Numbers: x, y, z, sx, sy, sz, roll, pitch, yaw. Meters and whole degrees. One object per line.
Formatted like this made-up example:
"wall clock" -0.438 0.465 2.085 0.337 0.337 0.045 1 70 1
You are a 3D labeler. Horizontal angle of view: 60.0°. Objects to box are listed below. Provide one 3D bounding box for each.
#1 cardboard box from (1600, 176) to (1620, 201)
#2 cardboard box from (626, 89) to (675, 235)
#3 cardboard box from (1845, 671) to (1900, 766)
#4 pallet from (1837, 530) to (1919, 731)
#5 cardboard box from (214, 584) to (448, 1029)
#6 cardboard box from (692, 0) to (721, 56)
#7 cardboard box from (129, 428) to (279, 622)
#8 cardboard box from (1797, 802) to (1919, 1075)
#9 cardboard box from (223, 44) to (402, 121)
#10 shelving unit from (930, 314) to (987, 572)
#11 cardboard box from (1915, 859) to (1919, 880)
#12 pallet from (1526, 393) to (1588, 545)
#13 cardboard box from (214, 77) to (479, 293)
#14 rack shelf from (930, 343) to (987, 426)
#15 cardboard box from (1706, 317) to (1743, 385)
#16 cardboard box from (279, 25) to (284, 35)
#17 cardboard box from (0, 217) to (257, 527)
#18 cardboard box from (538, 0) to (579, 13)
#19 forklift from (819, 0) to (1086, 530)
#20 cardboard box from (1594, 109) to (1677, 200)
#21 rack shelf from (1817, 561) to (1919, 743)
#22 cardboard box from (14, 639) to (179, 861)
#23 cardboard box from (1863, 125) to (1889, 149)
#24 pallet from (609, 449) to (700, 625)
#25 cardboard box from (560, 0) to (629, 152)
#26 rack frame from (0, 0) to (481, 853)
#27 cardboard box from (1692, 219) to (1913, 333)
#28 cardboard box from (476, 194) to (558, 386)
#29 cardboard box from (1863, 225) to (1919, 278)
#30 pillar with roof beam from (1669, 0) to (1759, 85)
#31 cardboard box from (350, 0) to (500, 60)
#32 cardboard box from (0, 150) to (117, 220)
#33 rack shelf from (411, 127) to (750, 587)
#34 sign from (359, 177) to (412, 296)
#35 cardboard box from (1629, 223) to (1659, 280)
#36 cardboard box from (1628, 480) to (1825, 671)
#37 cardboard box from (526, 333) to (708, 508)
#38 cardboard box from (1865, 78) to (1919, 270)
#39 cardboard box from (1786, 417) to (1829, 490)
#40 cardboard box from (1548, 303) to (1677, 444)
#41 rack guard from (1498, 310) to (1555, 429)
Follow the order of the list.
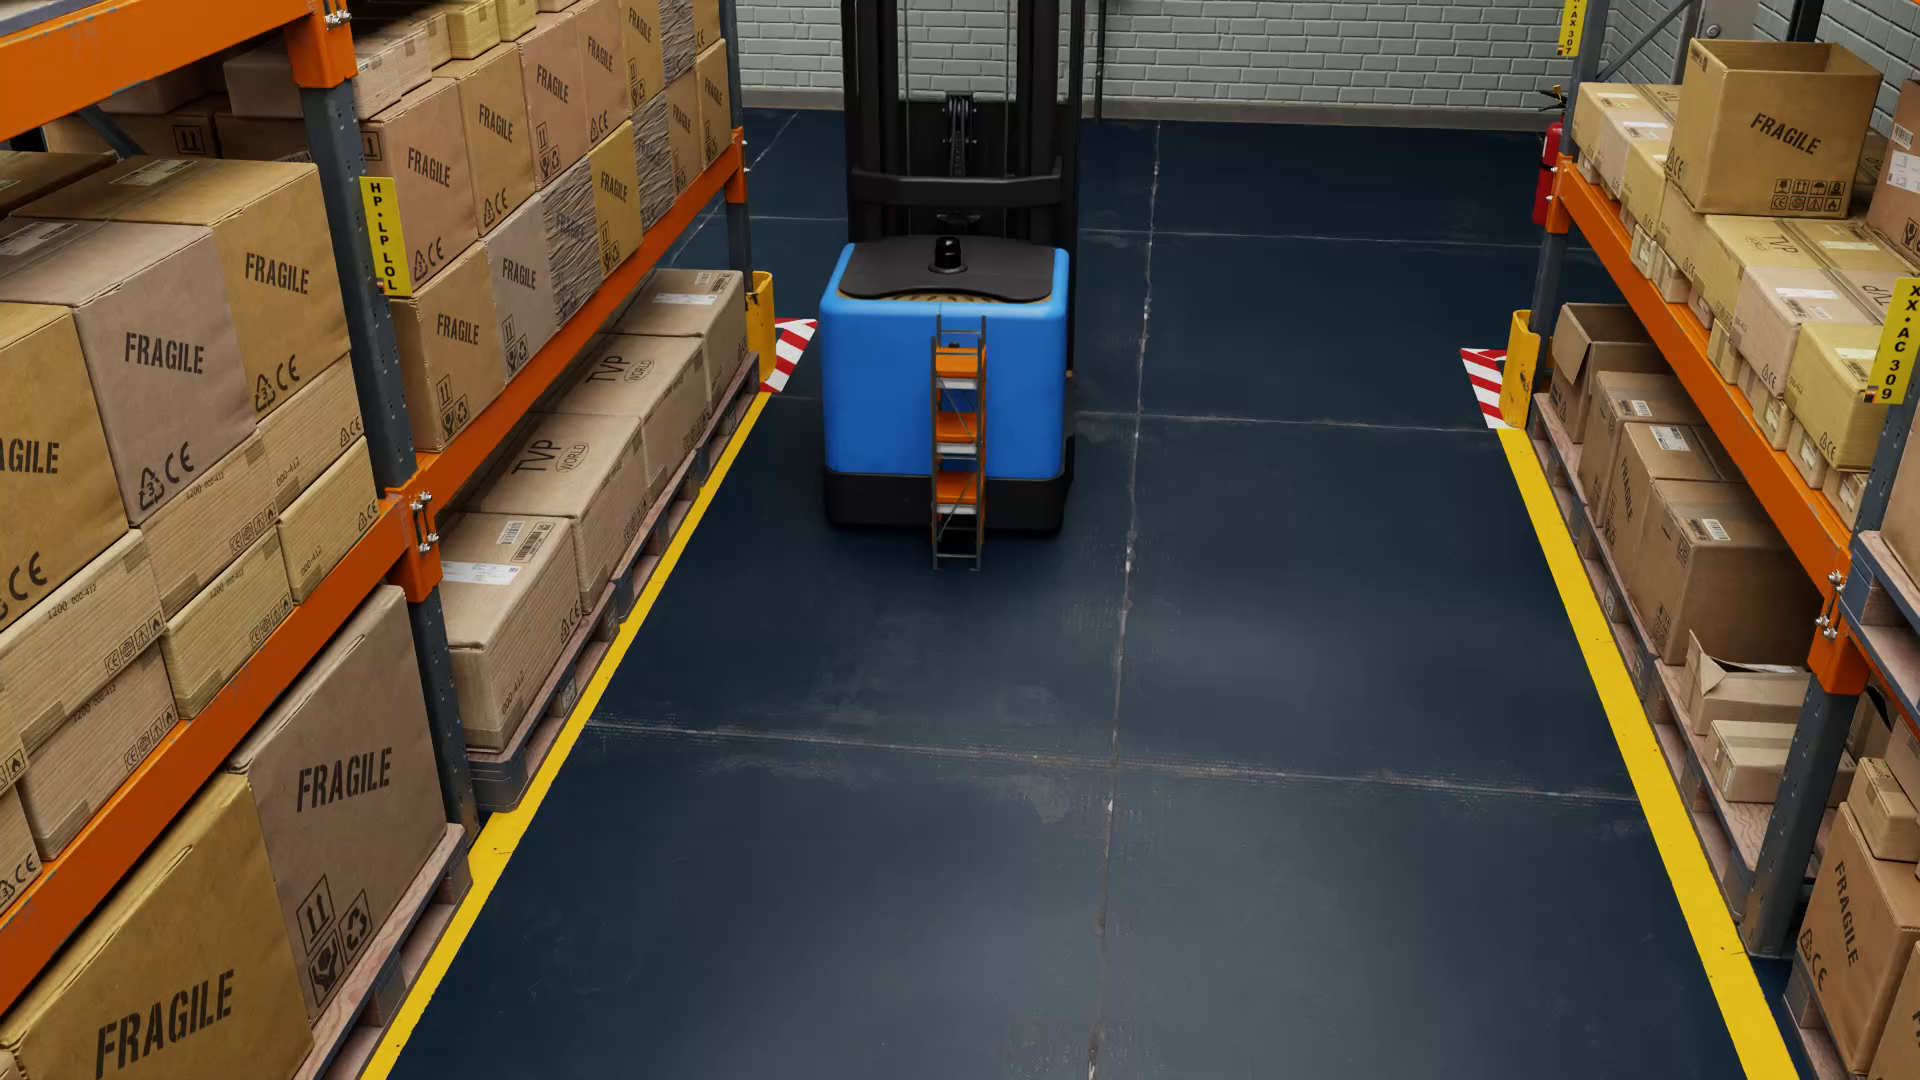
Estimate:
"cardboard box" 3.039 -1.587 7.299 0.380 0.149 0.250 4 29 7
"cardboard box" -1.516 -1.569 6.895 0.500 0.500 0.500 4 29 8
"cardboard box" 3.162 0.625 5.319 0.500 0.311 0.500 4 29 8
"pallet" 2.640 0.378 3.588 1.003 0.211 1.213 3 28 6
"cardboard box" -2.077 0.684 4.615 0.875 0.875 0.875 4 29 8
"cardboard box" -1.413 -2.489 7.549 0.500 0.500 0.500 4 29 8
"cardboard box" -1.947 -0.060 3.829 0.500 0.250 0.500 4 29 7
"cardboard box" 2.564 1.054 4.324 0.500 0.500 0.500 5 29 8
"cardboard box" -1.784 -1.266 4.595 0.380 0.149 0.250 3 28 5
"shelving unit" -0.004 -0.391 6.868 0.215 1.050 0.252 2 28 4
"cardboard box" 2.581 0.842 4.034 0.380 0.149 0.250 3 28 5
"pallet" 3.231 -0.320 7.623 1.003 0.211 1.213 3 28 6
"cardboard box" -1.781 -1.057 4.890 0.500 0.500 0.500 4 29 7
"rack shelf" -0.004 -0.631 6.739 0.215 0.259 0.240 2 28 4
"cardboard box" 2.716 -0.622 5.507 0.380 0.149 0.250 3 28 5
"cardboard box" -2.178 -1.531 5.086 0.380 0.149 0.250 3 28 6
"cardboard box" -1.942 -0.378 3.630 0.500 0.500 0.500 4 29 7
"cardboard box" -1.579 -1.982 5.923 0.380 0.149 0.250 3 29 6
"forklift" 0.034 -2.001 7.875 1.130 2.935 3.031 2 28 4
"cardboard box" 2.952 -1.589 6.881 0.500 0.250 0.500 4 29 7
"rack shelf" 2.601 1.182 2.652 1.077 0.370 4.000 3 28 6
"cardboard box" -2.029 0.405 3.494 0.500 0.250 0.500 3 28 5
"cardboard box" 3.479 -1.550 6.808 0.500 0.250 0.500 3 29 6
"pallet" -1.762 -0.065 7.148 1.003 0.211 1.213 3 28 6
"cardboard box" -1.575 -1.772 6.218 0.500 0.500 0.500 3 28 6
"rack frame" -2.080 -0.363 4.761 1.000 3.000 0.127 3 28 6
"cardboard box" 2.788 -0.866 5.539 0.500 0.250 0.500 3 28 6
"cardboard box" -1.697 -0.849 5.559 0.500 0.500 0.500 4 29 7
"cardboard box" 3.295 -0.838 5.487 0.500 0.250 0.500 4 29 7
"pillar with roof beam" 0.289 -6.067 9.024 9.100 9.000 0.400 3 28 6
"cardboard box" -1.688 -1.624 5.259 0.380 0.149 0.250 3 28 6
"cardboard box" -2.419 -0.657 4.147 0.500 0.500 0.500 4 29 7
"rack shelf" -1.835 -0.988 6.679 1.077 0.370 4.000 3 28 6
"sign" -1.540 -0.811 4.456 0.100 0.325 0.005 3 28 6
"cardboard box" 2.817 -1.106 6.406 0.380 0.149 0.250 3 28 5
"cardboard box" 2.897 0.127 6.044 0.700 0.500 0.500 2 28 4
"cardboard box" -1.676 -0.555 7.376 0.875 0.438 0.875 4 29 8
"cardboard box" 3.293 -1.157 5.289 0.500 0.500 0.500 3 28 5
"cardboard box" 2.645 -0.254 4.824 0.380 0.149 0.250 4 29 8
"cardboard box" 3.168 -0.763 7.692 0.797 0.503 0.637 2 28 4
"rack guard" 3.327 -0.823 8.251 1.175 0.500 0.348 3 28 6
